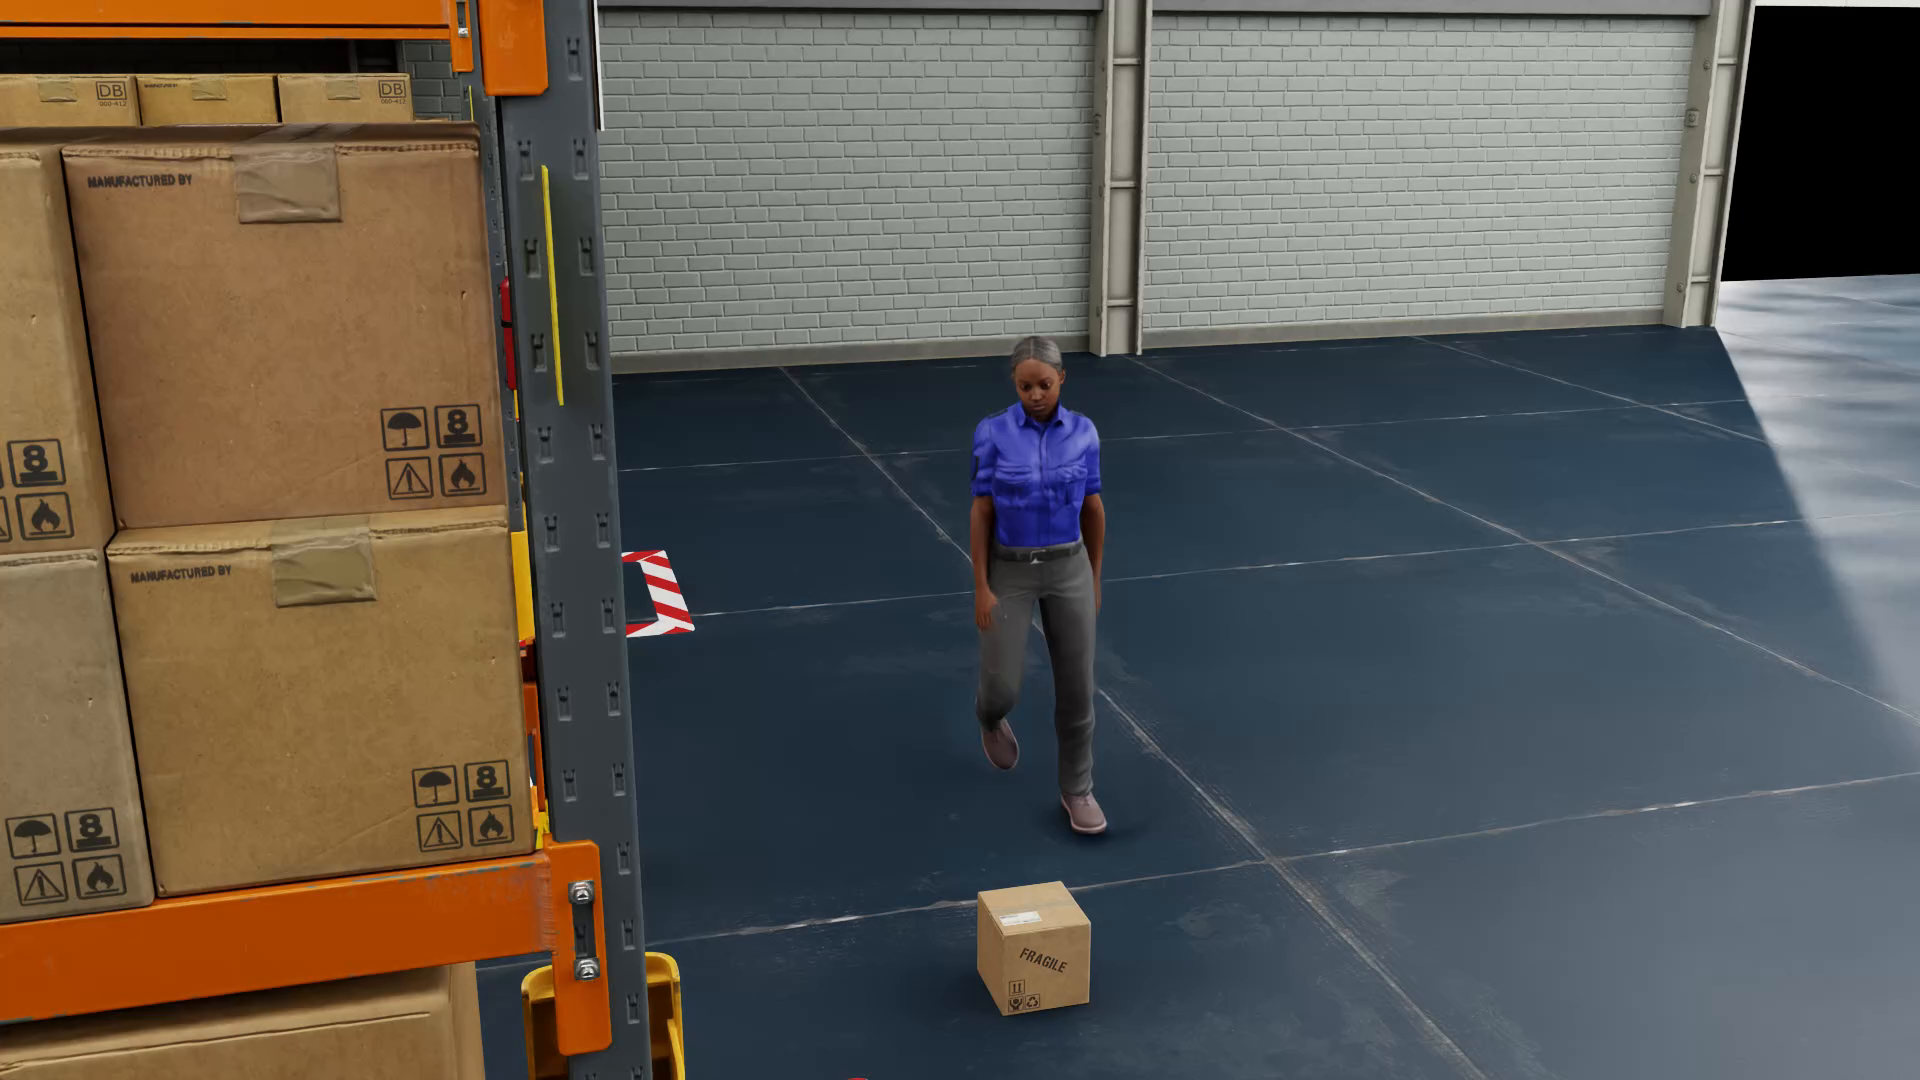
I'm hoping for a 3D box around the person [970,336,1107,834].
[{"bbox_3d":[0.250,0.127,5.545,0.460,1.651,0.574,-3,16,-9],"label":"person"}]
